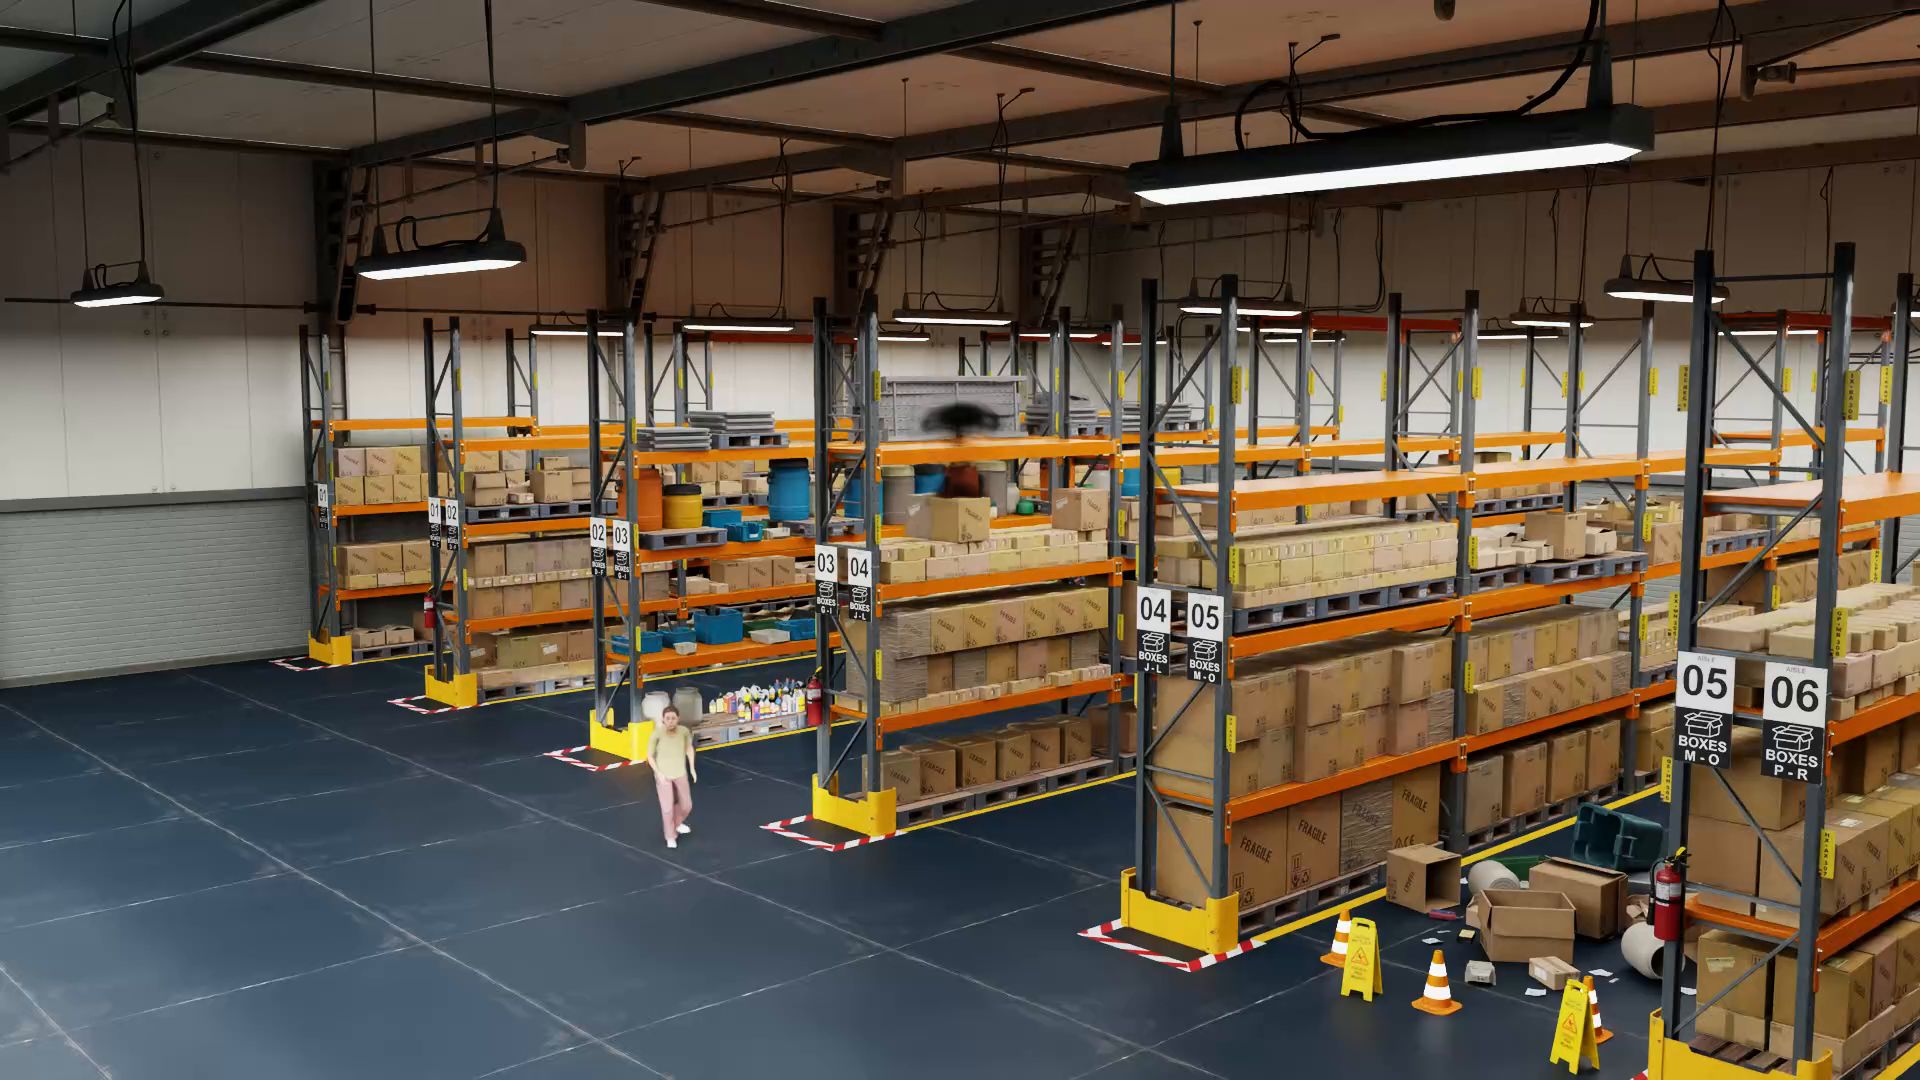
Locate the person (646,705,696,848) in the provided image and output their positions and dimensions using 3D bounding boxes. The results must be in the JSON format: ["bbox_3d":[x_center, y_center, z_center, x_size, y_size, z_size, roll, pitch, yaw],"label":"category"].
[{"bbox_3d":[-3.162,2.545,18.102,0.562,1.593,0.694,-3,6,-26],"label":"person"}]
